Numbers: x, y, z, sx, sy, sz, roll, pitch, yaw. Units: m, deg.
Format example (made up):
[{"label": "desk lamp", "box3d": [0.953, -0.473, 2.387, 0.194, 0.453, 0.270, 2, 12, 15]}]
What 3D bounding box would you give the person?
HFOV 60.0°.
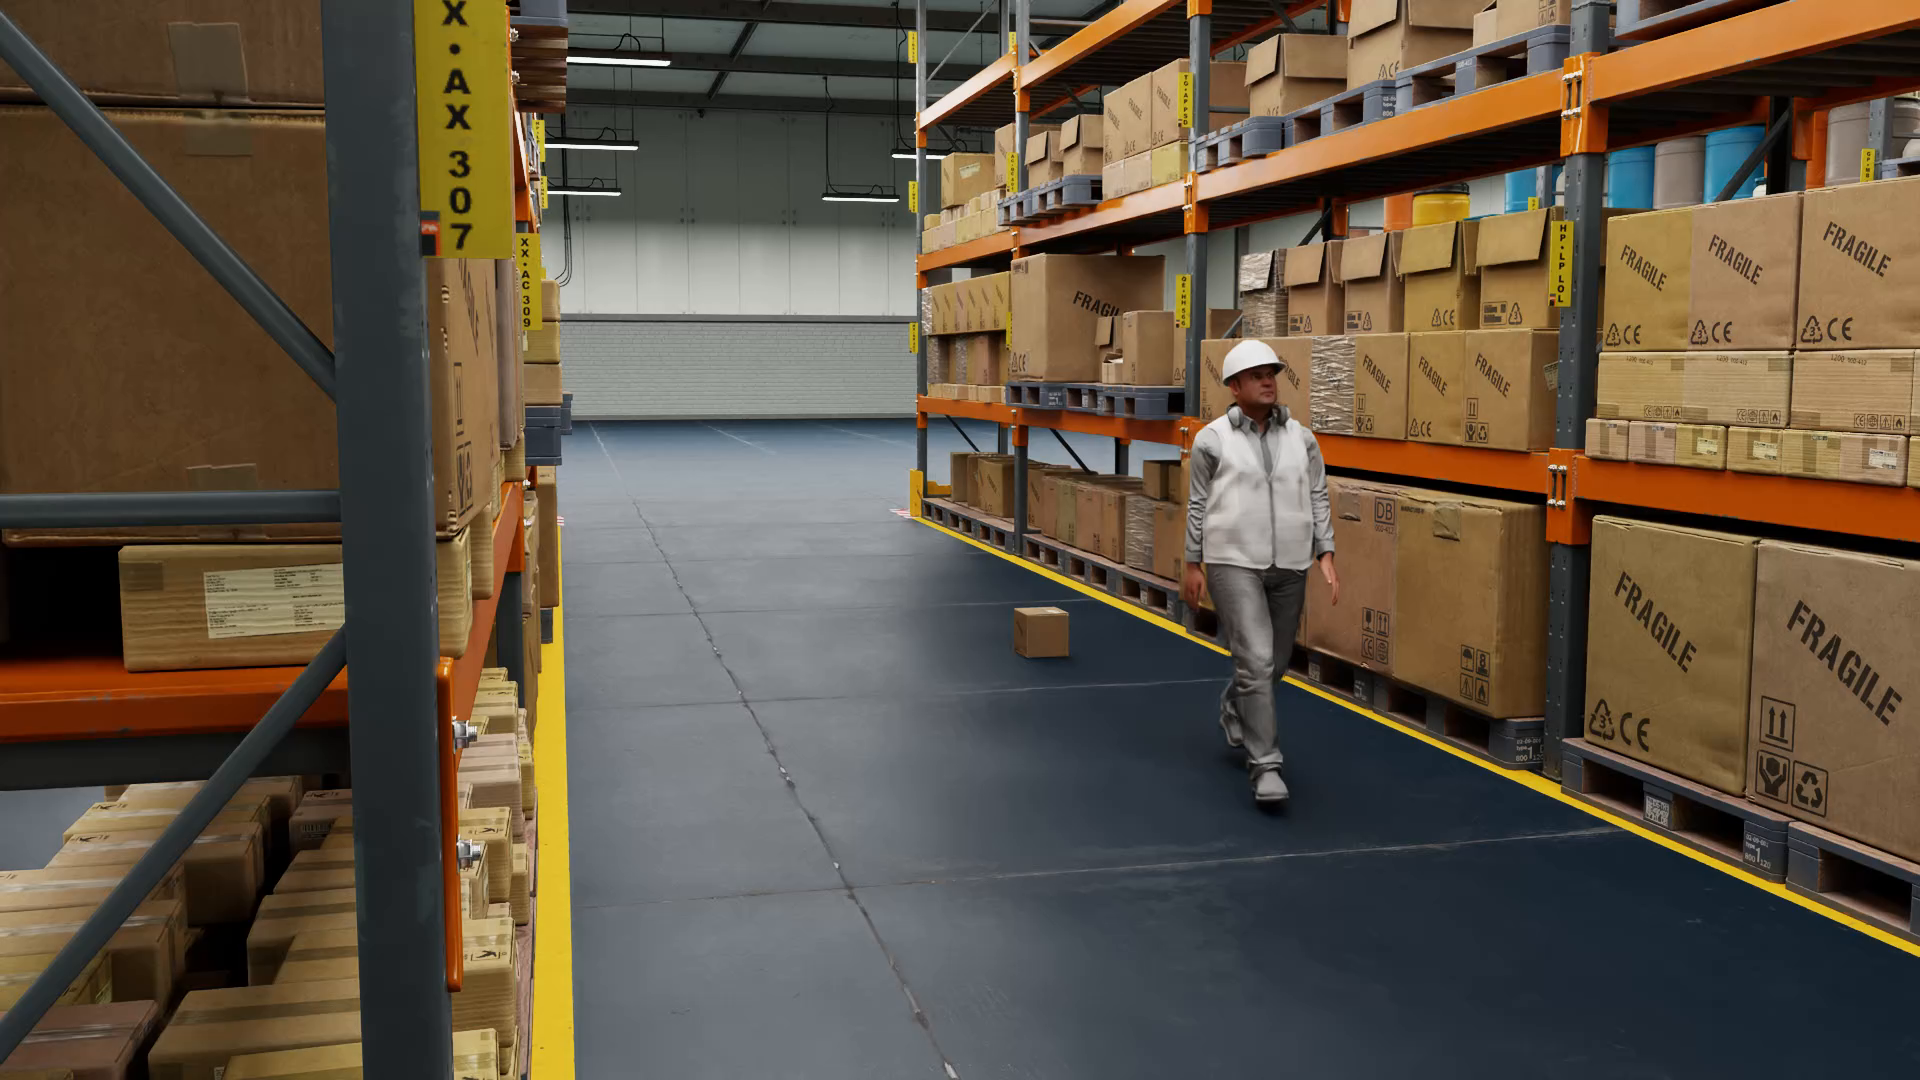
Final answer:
[{"label": "person", "box3d": [1.179, 0.087, 6.510, 0.543, 1.733, 0.986, -1, 6, -12]}]
